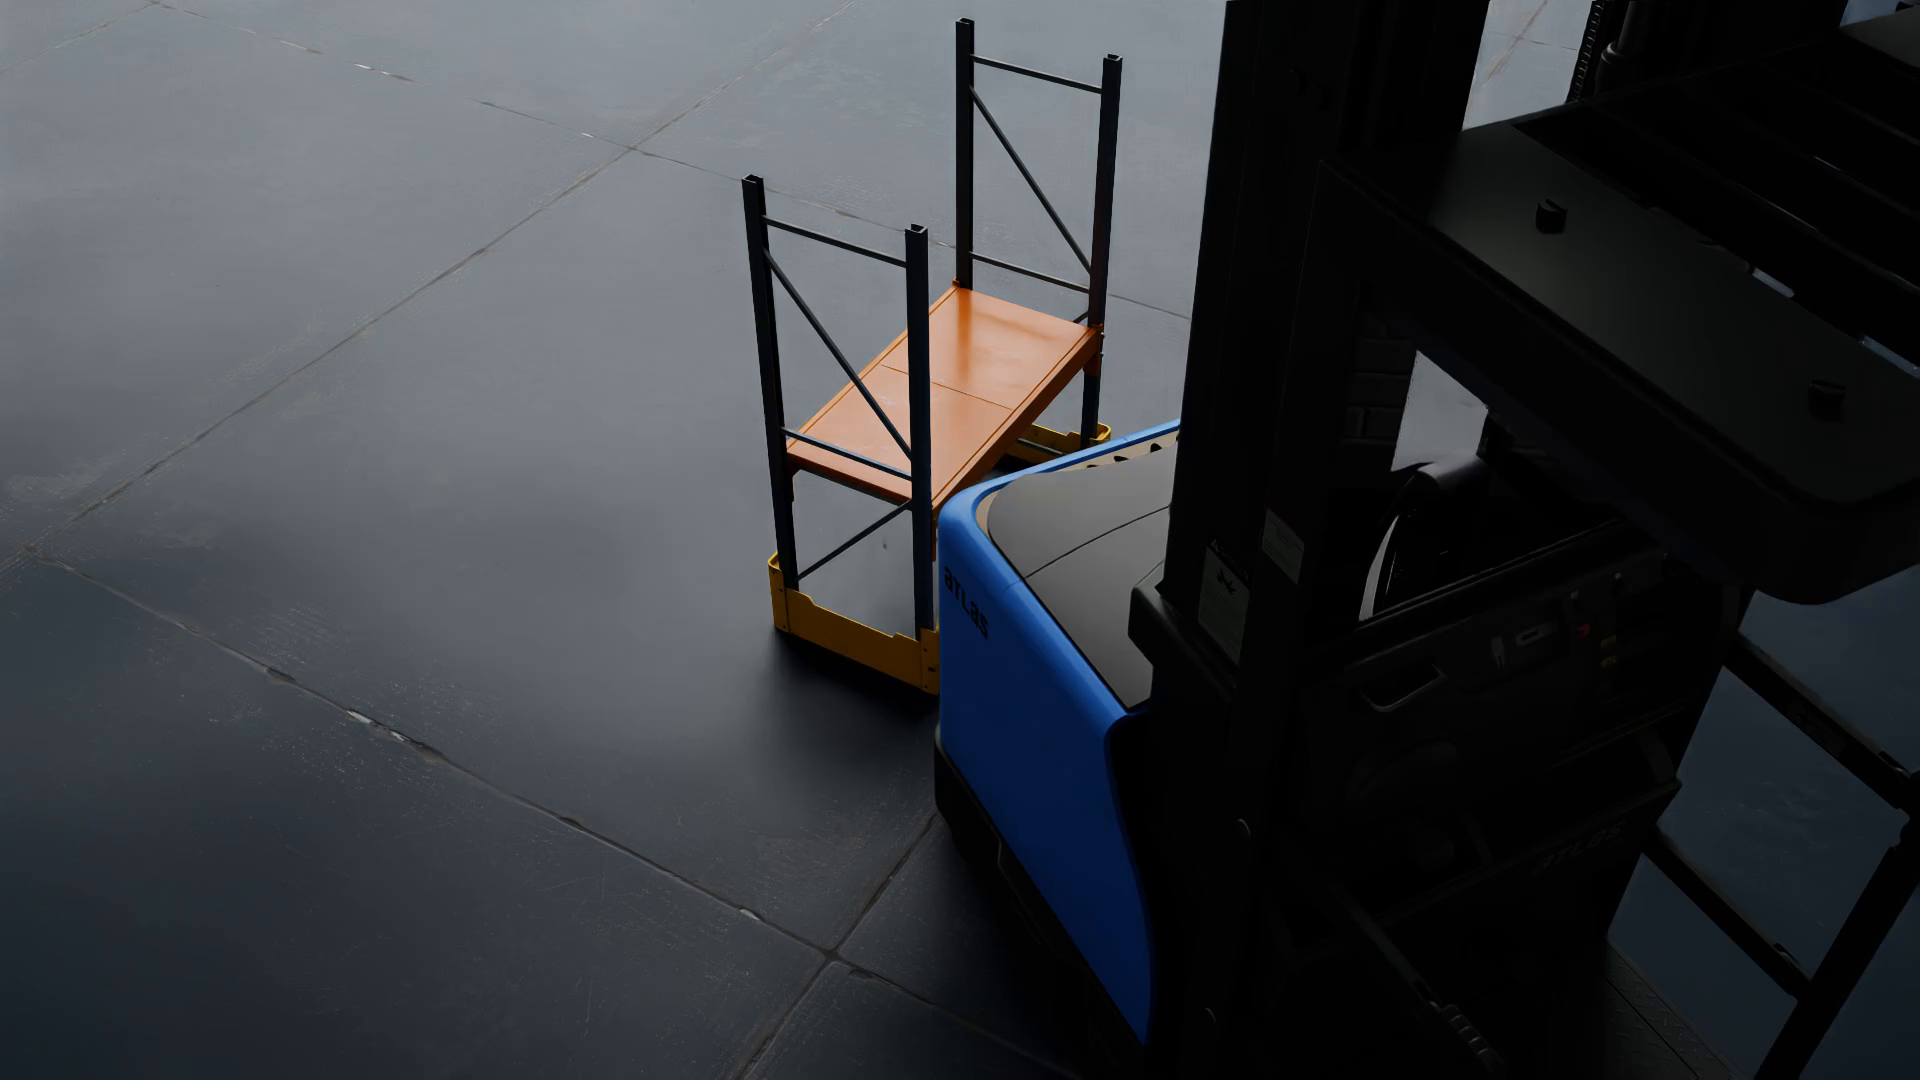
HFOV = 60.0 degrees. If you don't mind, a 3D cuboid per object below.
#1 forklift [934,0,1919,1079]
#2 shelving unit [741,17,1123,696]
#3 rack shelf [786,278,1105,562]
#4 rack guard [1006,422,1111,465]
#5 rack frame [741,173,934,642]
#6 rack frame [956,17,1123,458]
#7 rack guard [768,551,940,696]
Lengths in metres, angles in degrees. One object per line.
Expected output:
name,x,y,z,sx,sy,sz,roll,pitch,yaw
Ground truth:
forklift,1.055,0.329,2.659,1.130,2.935,3.031,-19,45,-20
shelving unit,-0.038,-0.519,4.705,0.587,1.500,1.083,21,45,22
rack shelf,-0.043,-0.379,4.818,0.538,0.185,1.000,21,45,22
rack guard,0.211,-0.335,5.441,0.587,0.250,0.087,21,45,22
rack frame,-0.297,-0.223,4.369,0.500,1.500,0.032,21,45,22
rack frame,0.212,-0.805,5.029,0.500,1.500,0.032,21,45,22
rack guard,-0.287,0.235,4.794,0.587,0.250,0.087,21,45,22
